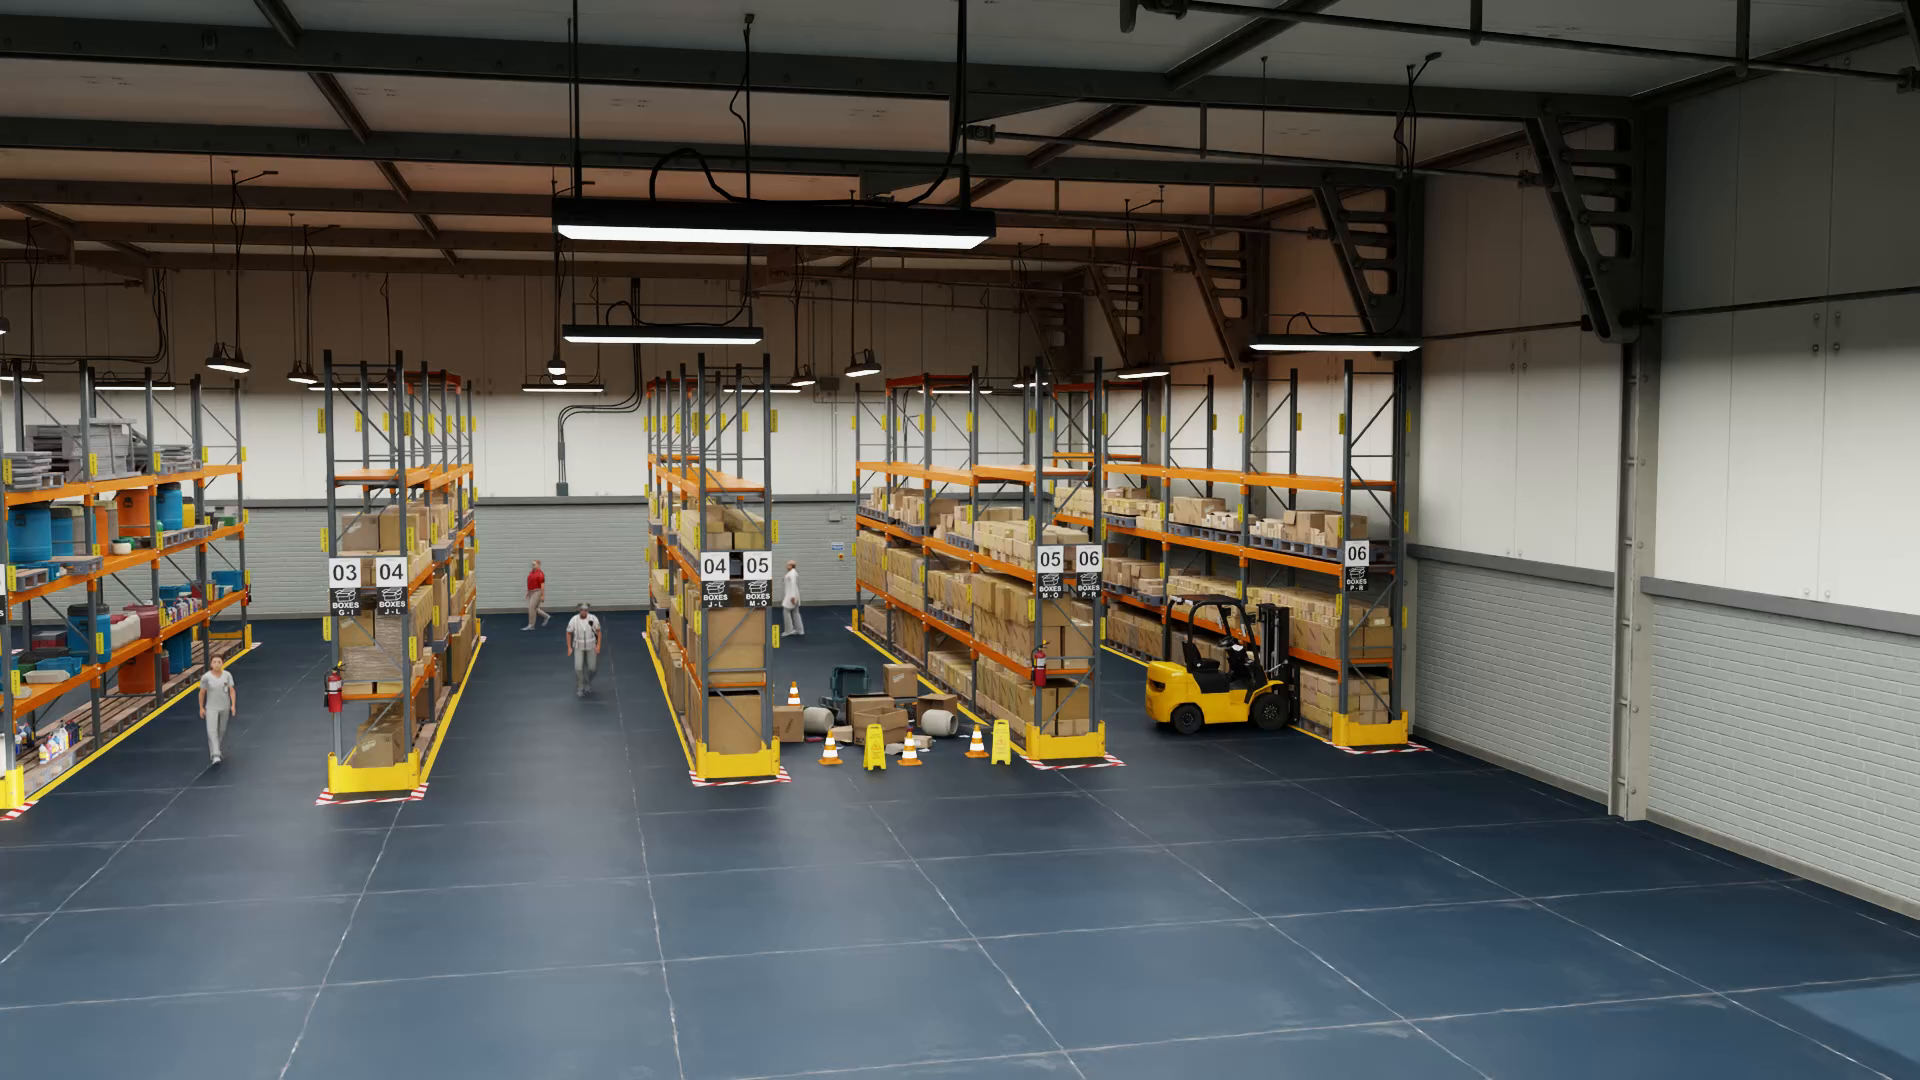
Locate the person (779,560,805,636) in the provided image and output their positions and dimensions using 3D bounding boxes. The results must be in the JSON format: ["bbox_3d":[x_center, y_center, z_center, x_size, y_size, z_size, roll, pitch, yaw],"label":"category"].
[{"bbox_3d":[-4.006,1.391,39.432,0.674,1.818,0.650,0,4,5],"label":"person"}]

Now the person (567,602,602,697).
[{"bbox_3d":[-6.974,2.006,30.829,0.638,1.770,0.565,-2,4,-21],"label":"person"}]

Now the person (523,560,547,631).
[{"bbox_3d":[-10.329,1.329,40.524,0.607,1.717,0.750,3,5,39],"label":"person"}]

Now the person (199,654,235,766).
[{"bbox_3d":[-10.886,2.477,24.402,1.059,1.605,0.493,4,5,43],"label":"person"}]
